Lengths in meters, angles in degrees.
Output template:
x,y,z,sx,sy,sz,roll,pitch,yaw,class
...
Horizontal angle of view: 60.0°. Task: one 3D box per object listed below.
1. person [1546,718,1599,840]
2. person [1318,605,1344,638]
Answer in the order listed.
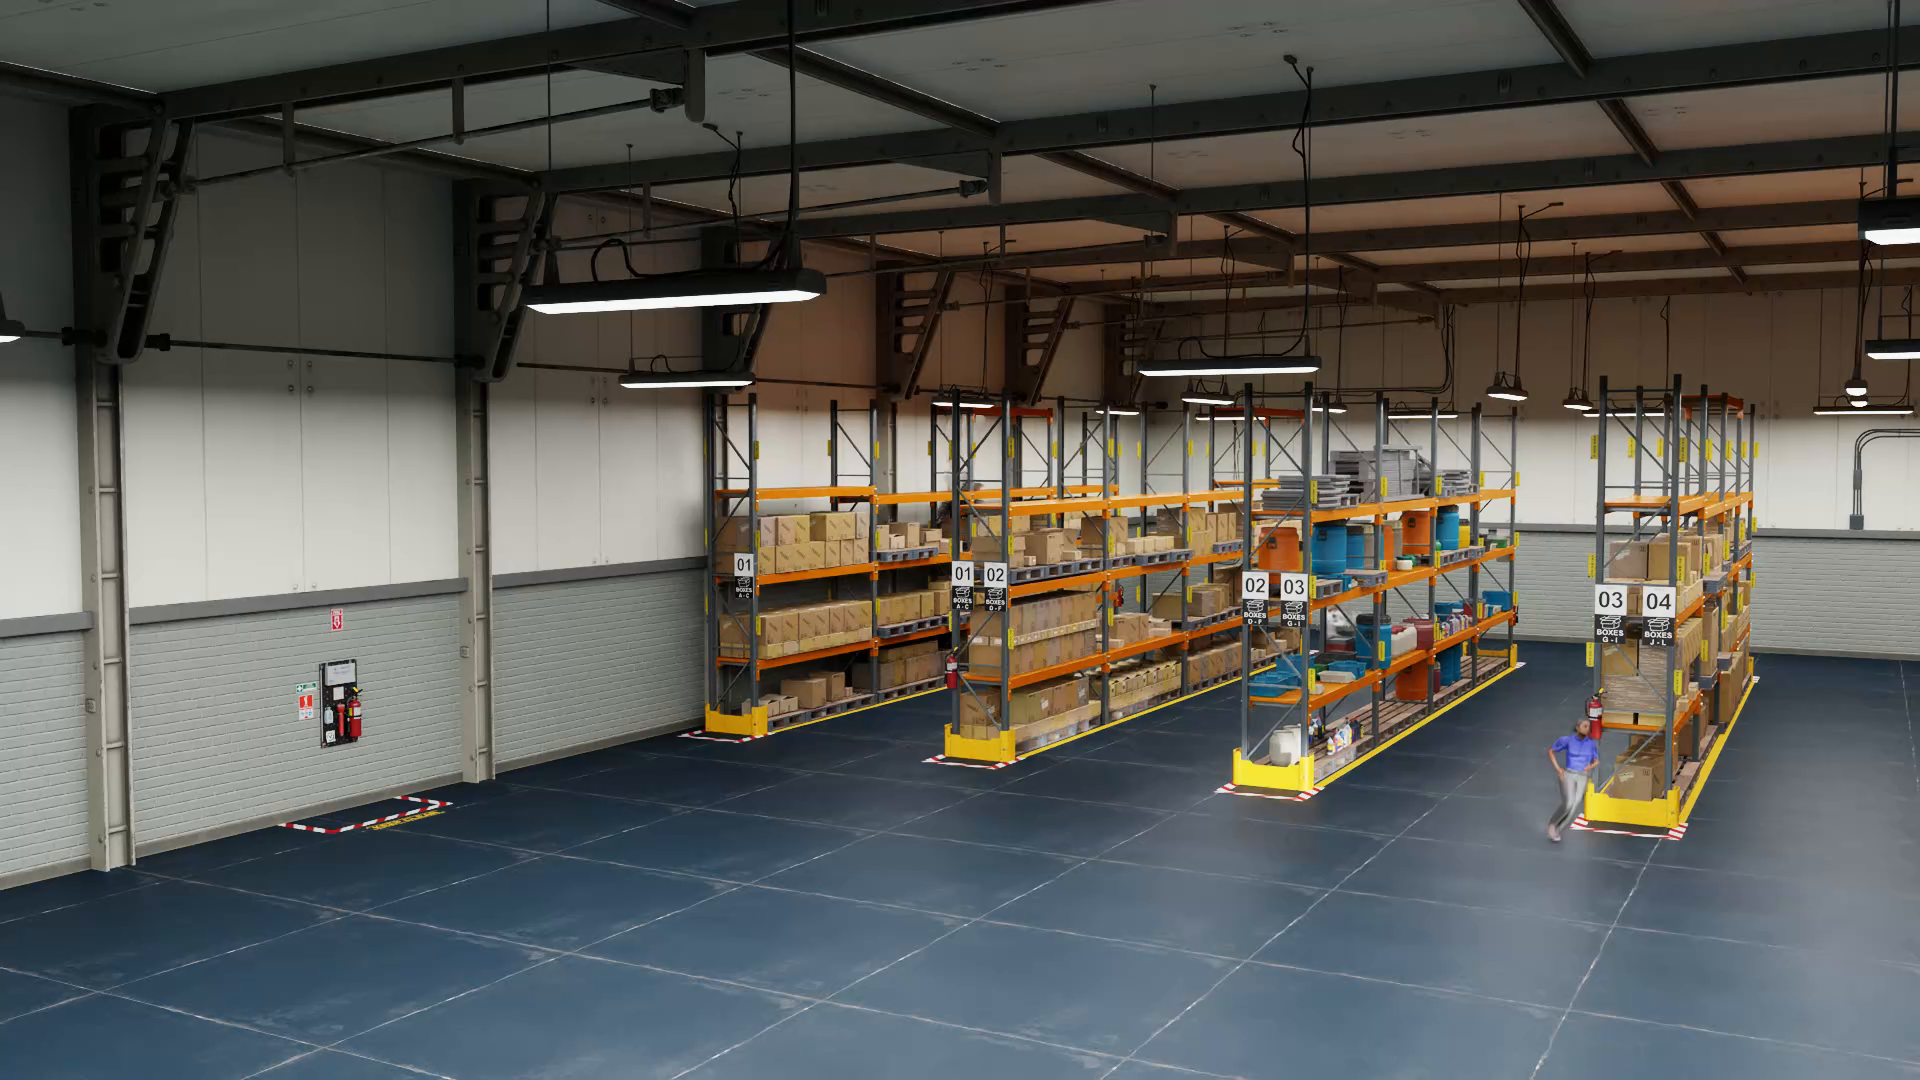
x,y,z,sx,sy,sz,roll,pitch,yaw,class
7.844,3.066,21.228,0.679,1.562,0.567,0,3,-4,person
8.263,2.127,37.070,0.609,1.684,0.924,1,3,22,person
